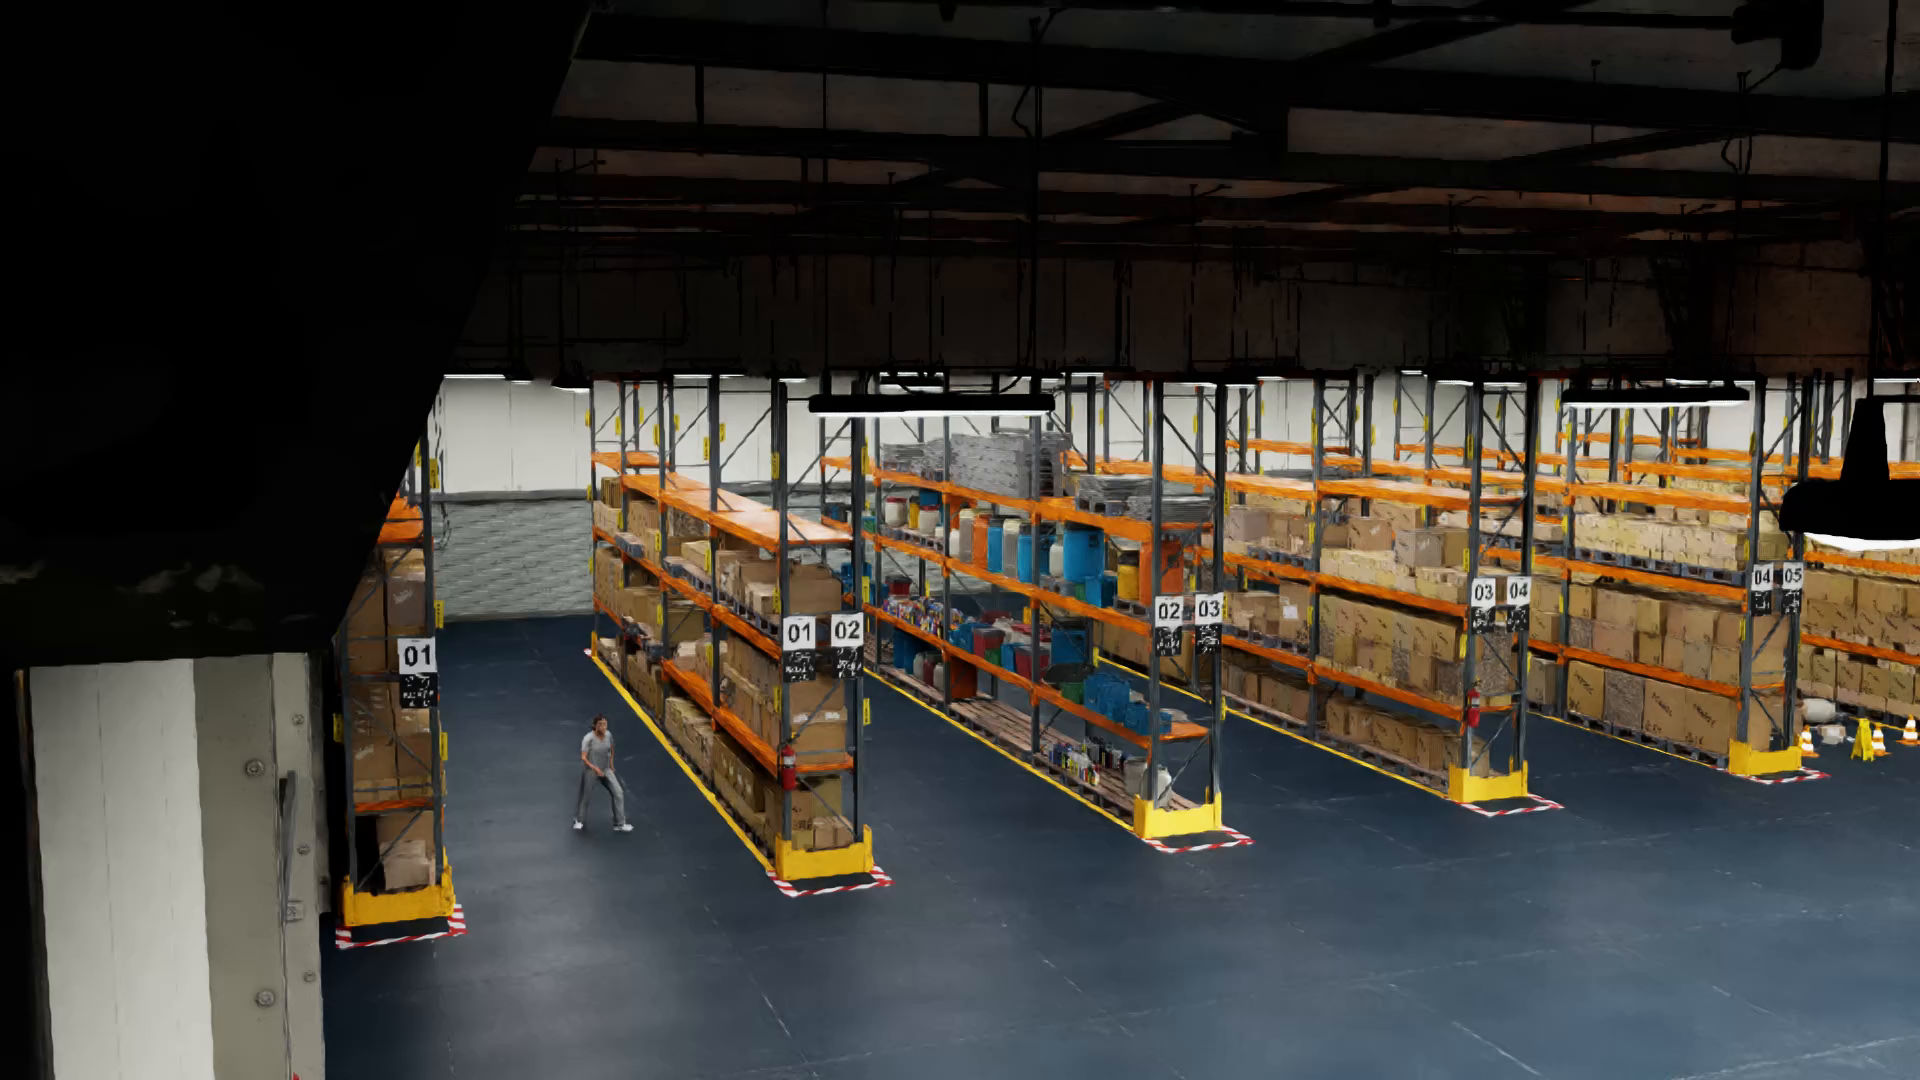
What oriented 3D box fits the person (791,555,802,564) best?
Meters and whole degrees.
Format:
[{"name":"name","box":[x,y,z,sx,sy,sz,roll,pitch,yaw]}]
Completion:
[{"name":"person","box":[-3.799,1.168,38.756,0.559,1.670,0.697,2,7,17]}]

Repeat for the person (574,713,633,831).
[{"name":"person","box":[-4.800,3.063,22.091,0.609,1.604,0.814,-5,8,-36]}]
